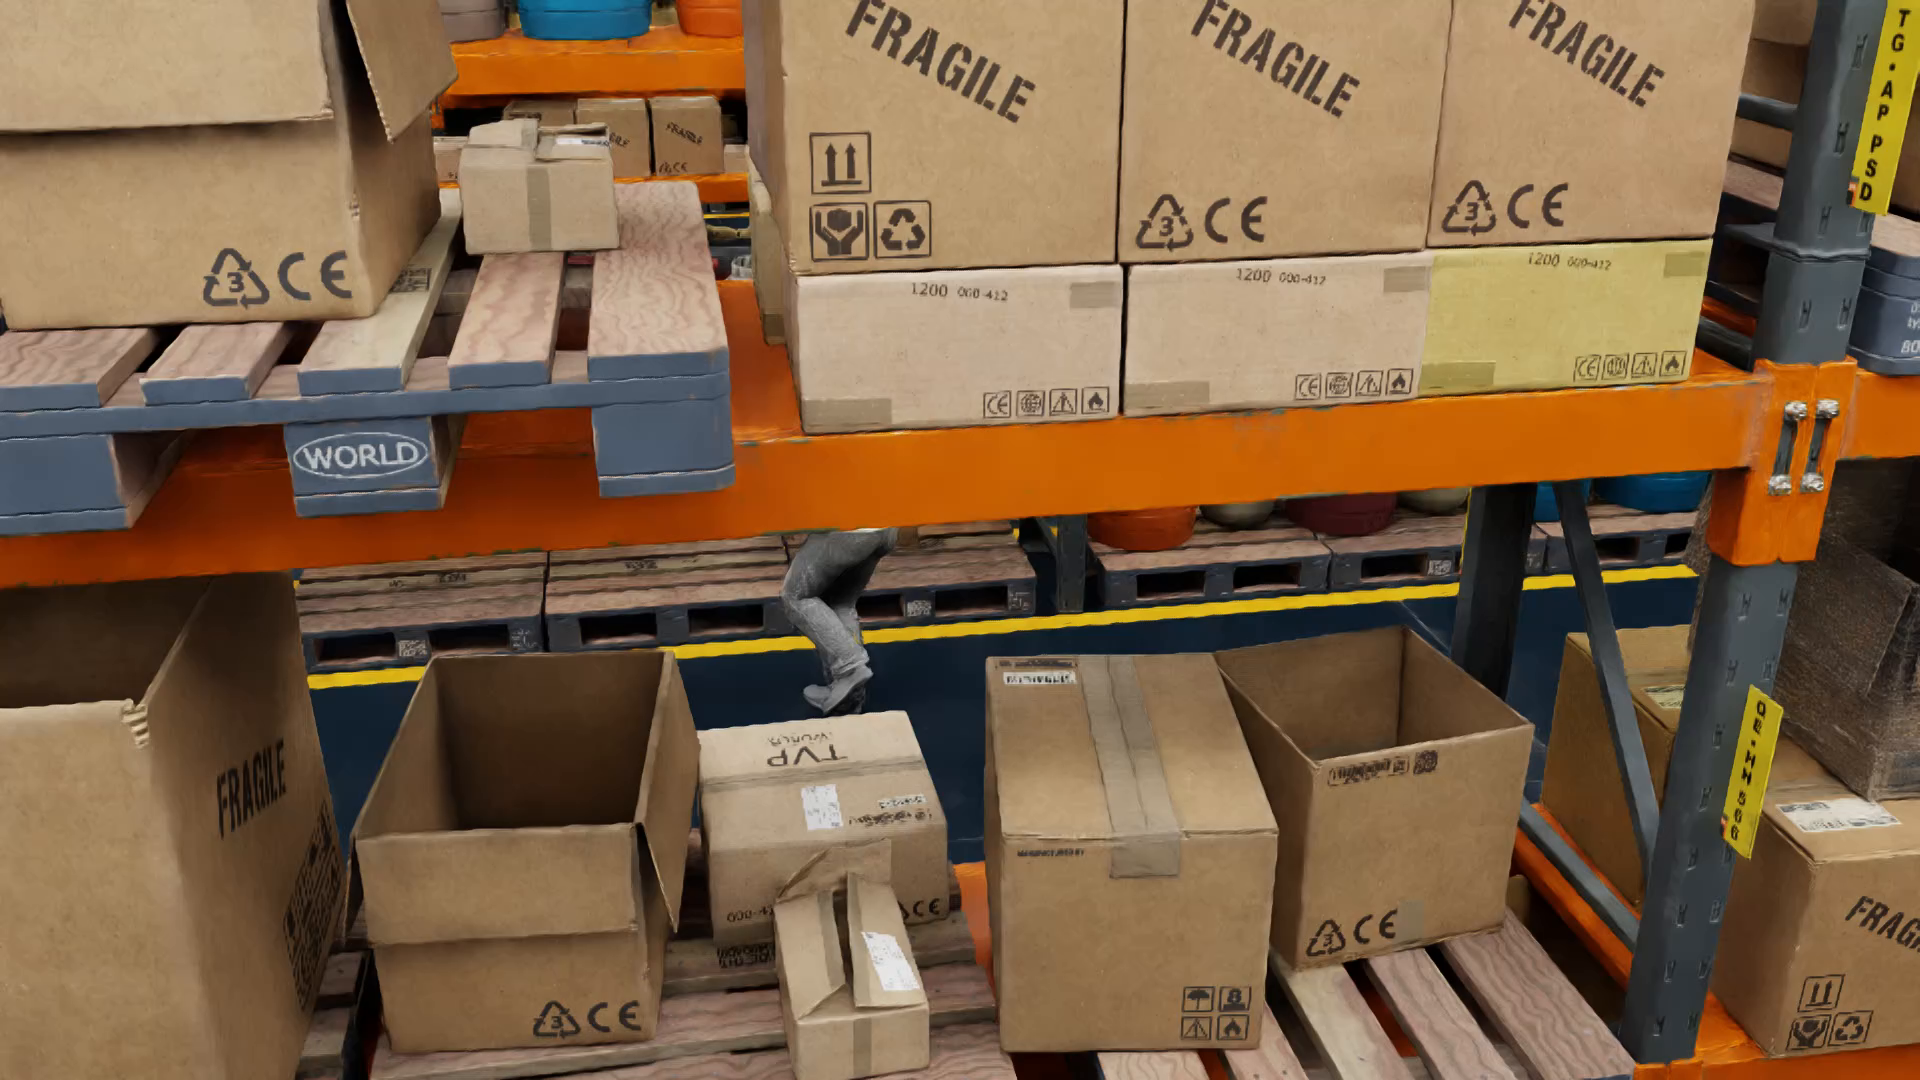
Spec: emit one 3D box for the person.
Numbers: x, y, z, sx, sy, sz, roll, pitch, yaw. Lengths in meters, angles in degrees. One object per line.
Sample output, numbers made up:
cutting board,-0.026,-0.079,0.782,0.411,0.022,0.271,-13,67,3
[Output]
person,-0.502,-0.093,7.370,0.483,1.698,0.702,12,26,25
